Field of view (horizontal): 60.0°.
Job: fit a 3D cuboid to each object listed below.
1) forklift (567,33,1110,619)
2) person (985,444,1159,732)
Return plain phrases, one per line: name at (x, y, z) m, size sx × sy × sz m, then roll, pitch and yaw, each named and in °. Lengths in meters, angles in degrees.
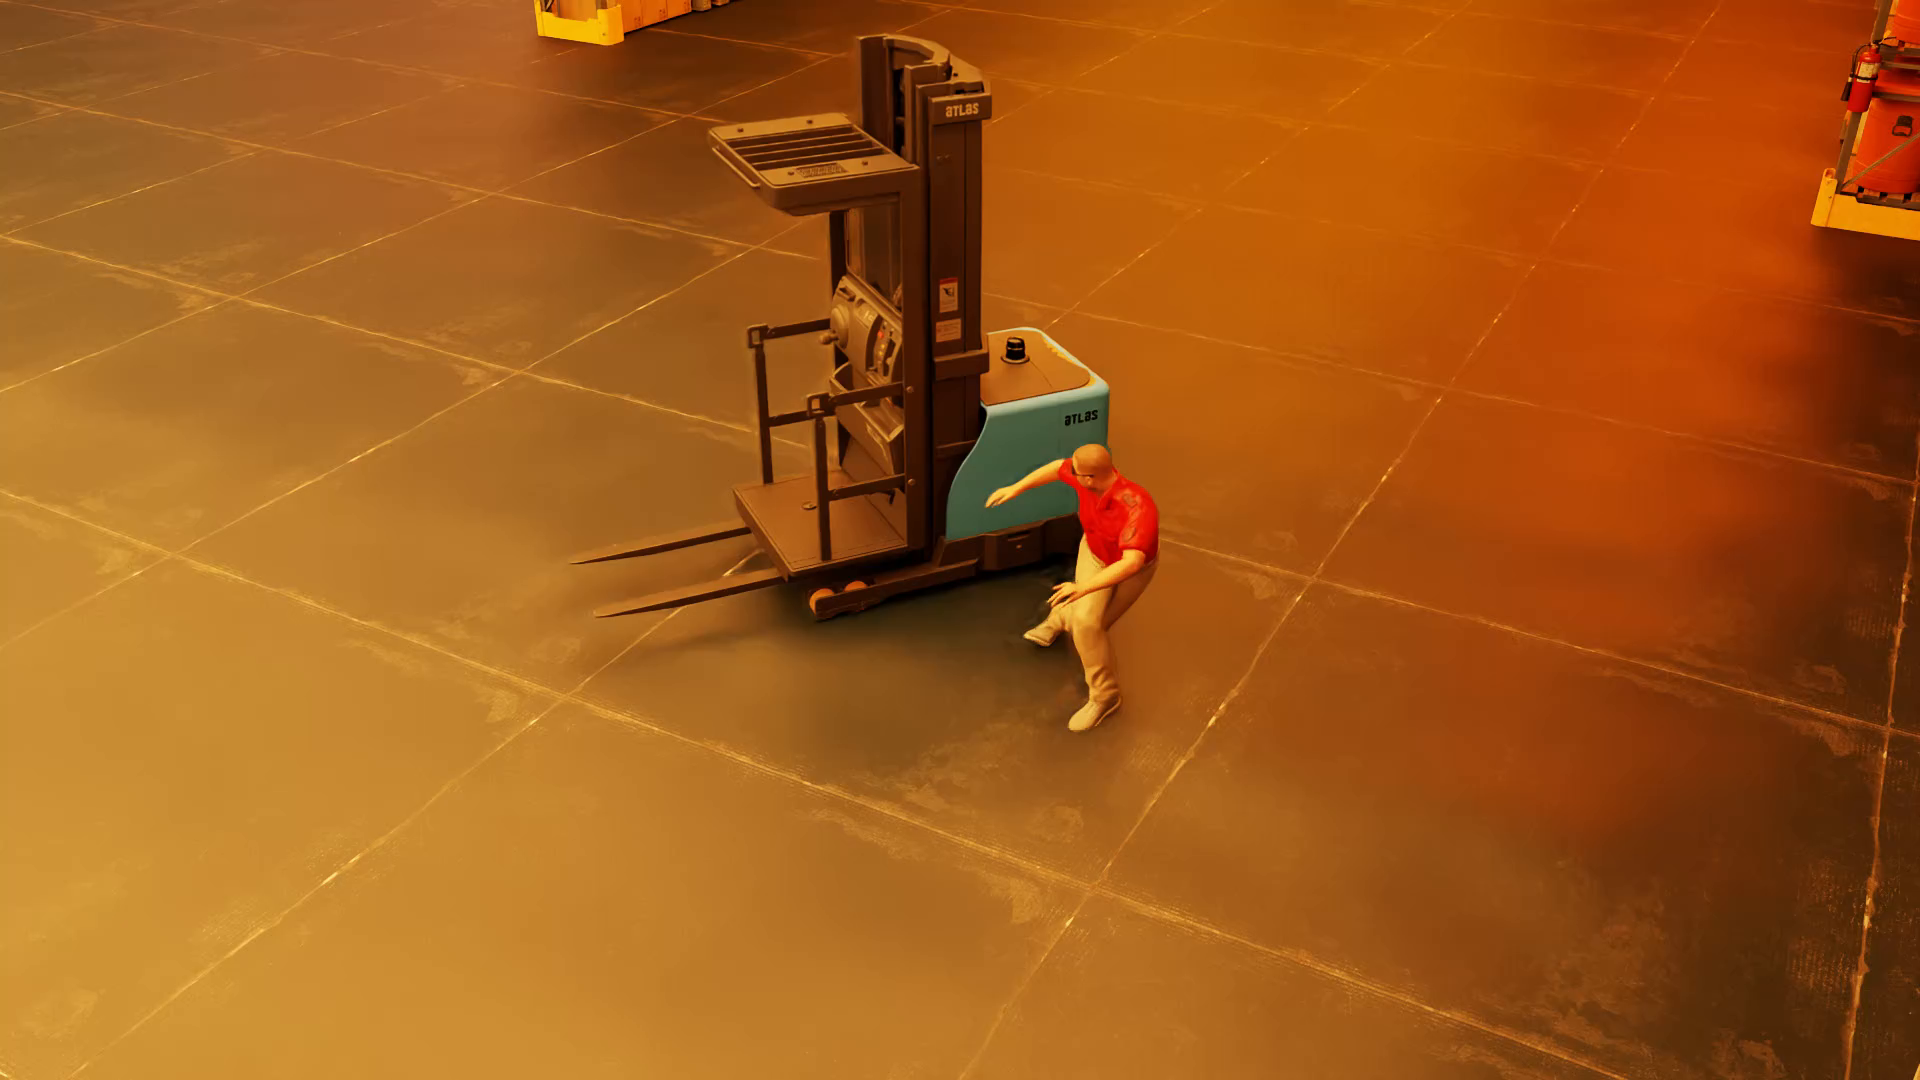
forklift at (-0.698, -1.131, 9.030) m, size 3.031 × 2.935 × 1.130 m, roll -13°, pitch 32°, yaw -21°
person at (0.530, 0.176, 8.245) m, size 0.950 × 1.526 × 1.118 m, roll 13°, pitch 32°, yaw 21°
